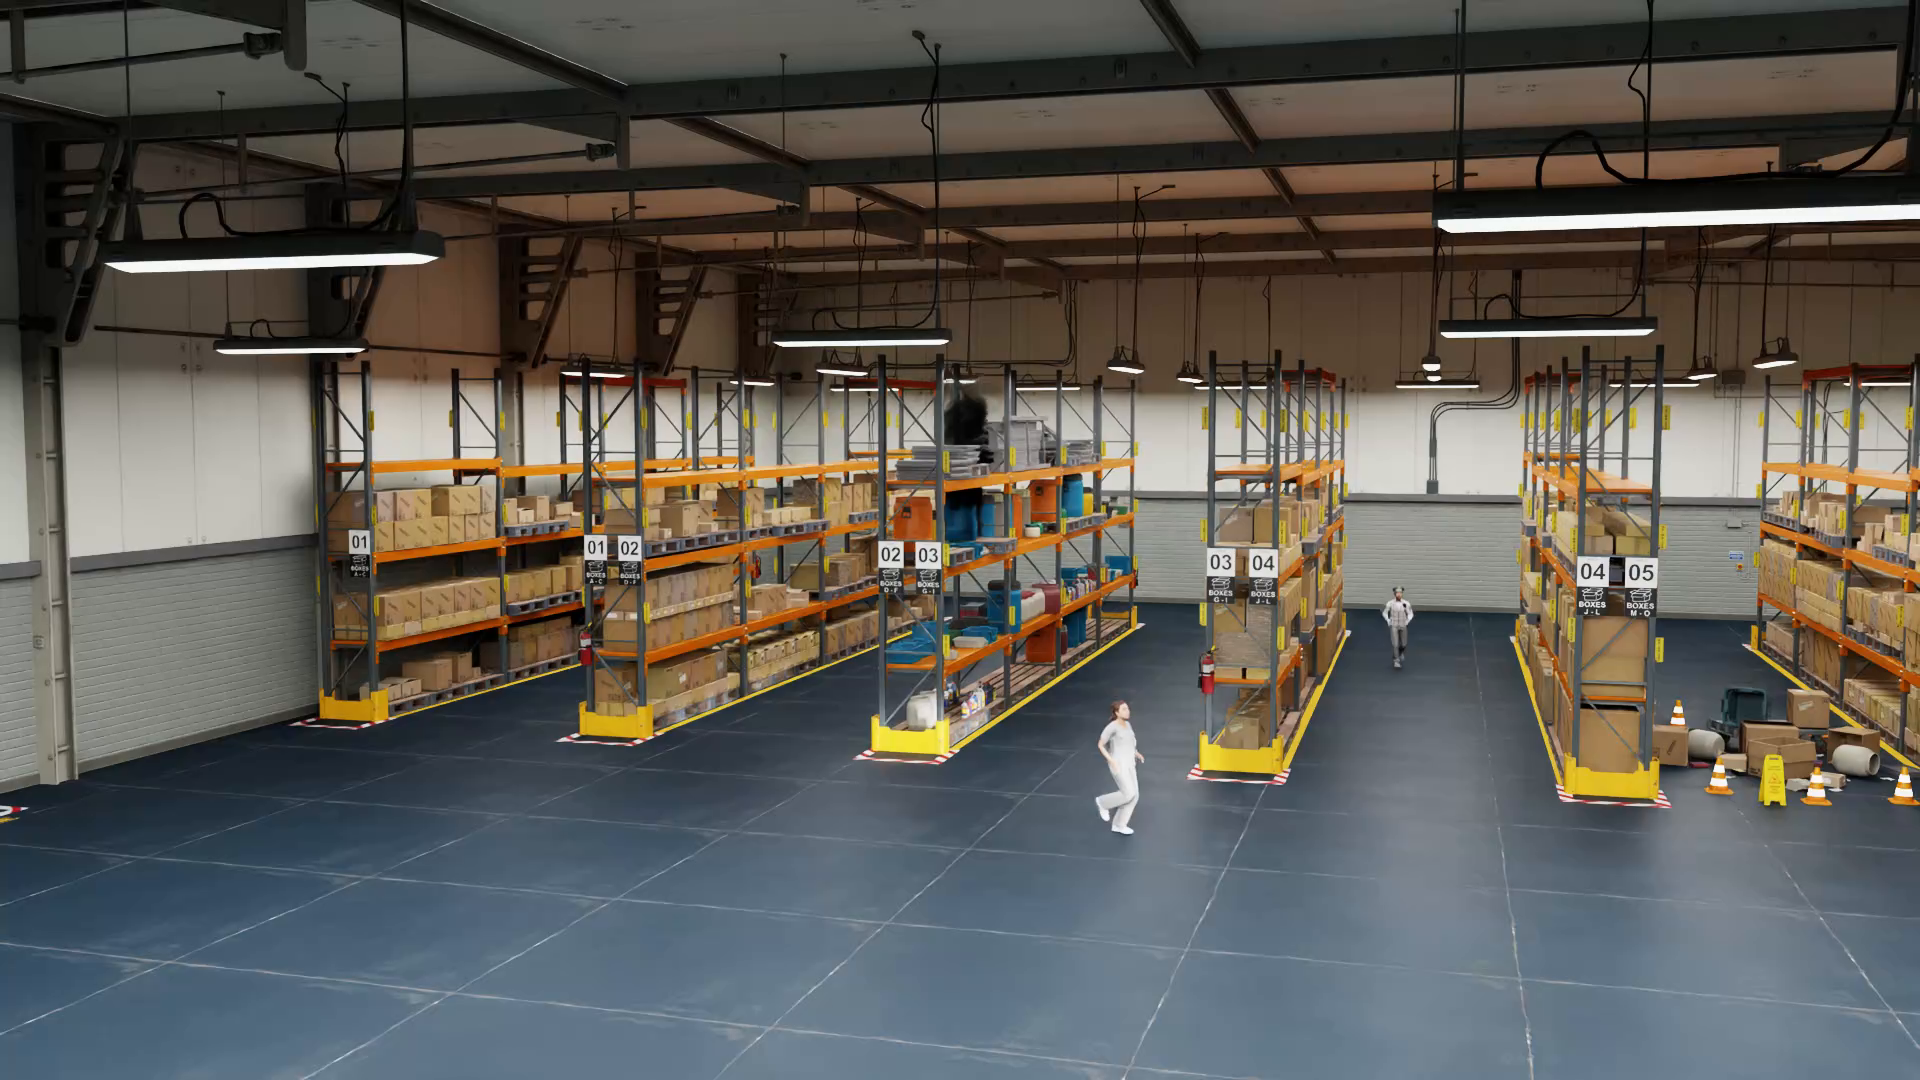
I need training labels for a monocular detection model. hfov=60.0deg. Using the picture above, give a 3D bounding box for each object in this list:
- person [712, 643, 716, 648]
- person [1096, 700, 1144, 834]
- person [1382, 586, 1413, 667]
[{"bbox_3d":[-5.225,1.648,34.681,0.721,1.748,0.958,1,4,12],"label":"person"},{"bbox_3d":[1.952,2.749,20.217,0.569,1.620,0.564,4,6,44],"label":"person"},{"bbox_3d":[8.926,1.754,33.913,0.615,1.648,0.569,1,4,10],"label":"person"}]
